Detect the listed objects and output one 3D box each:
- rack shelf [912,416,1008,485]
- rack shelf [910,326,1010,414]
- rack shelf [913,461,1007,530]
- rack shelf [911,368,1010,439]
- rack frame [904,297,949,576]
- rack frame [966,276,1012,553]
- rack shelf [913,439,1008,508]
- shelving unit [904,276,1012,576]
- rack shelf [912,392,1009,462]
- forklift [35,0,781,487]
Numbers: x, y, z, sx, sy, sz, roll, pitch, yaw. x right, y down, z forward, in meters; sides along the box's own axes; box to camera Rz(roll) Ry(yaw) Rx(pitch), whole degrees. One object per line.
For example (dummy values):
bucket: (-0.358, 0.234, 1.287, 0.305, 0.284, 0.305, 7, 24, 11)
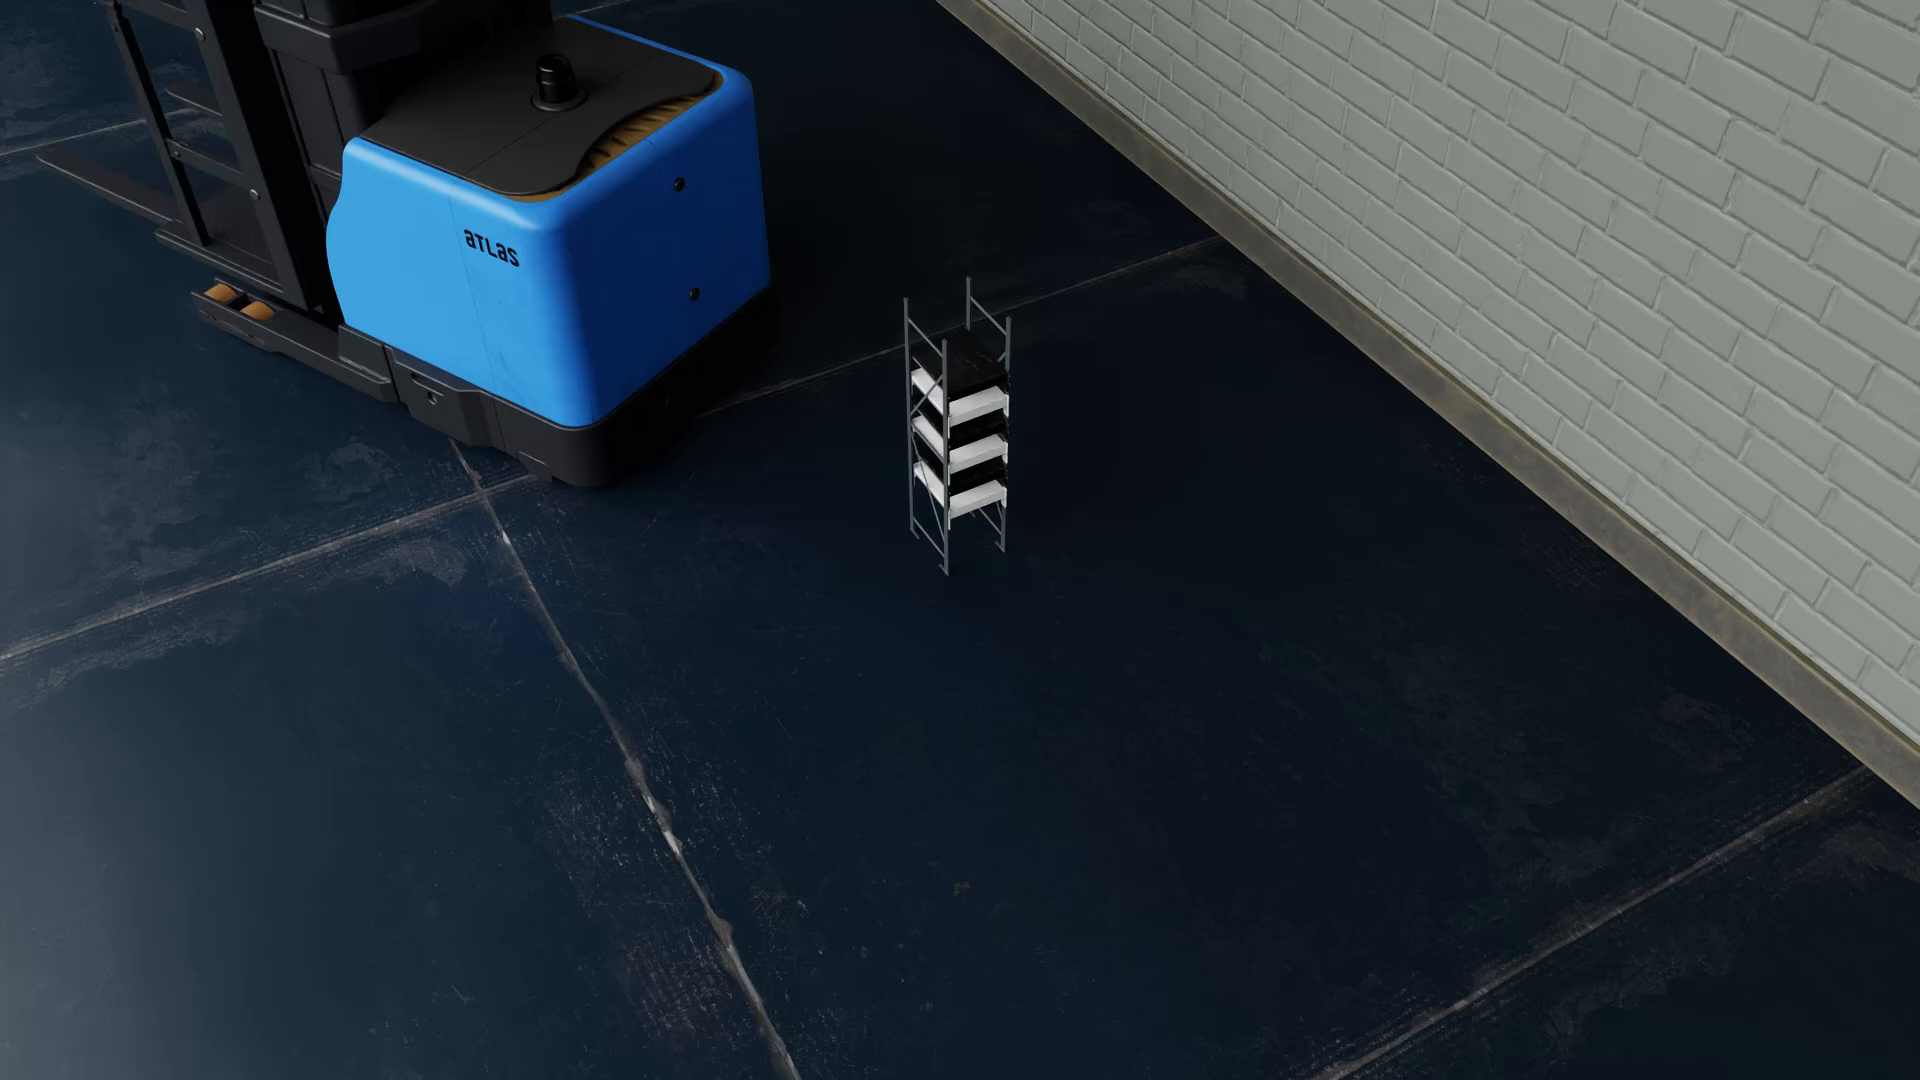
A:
rack shelf: (-0.007, -0.296, 4.957, 0.200, 0.077, 0.258, -22, 48, -21)
rack shelf: (-0.007, -0.490, 4.769, 0.200, 0.077, 0.258, -22, 48, -21)
rack shelf: (-0.007, -0.167, 5.082, 0.200, 0.077, 0.258, -22, 48, -21)
rack shelf: (-0.007, -0.425, 4.832, 0.200, 0.077, 0.258, -22, 48, -21)
rack frame: (-0.095, -0.285, 4.897, 0.006, 0.900, 0.240, -22, 48, -21)
rack frame: (0.081, -0.355, 4.970, 0.006, 0.900, 0.240, -22, 48, -21)
rack shelf: (-0.007, -0.232, 5.020, 0.200, 0.077, 0.258, -22, 48, -21)
shelving unit: (-0.007, -0.320, 4.934, 0.210, 0.900, 0.258, -22, 48, -21)
rack shelf: (-0.007, -0.361, 4.894, 0.200, 0.077, 0.258, -22, 48, -21)
forklift: (-2.152, -2.019, 5.226, 3.031, 2.935, 1.130, 24, 49, 23)
